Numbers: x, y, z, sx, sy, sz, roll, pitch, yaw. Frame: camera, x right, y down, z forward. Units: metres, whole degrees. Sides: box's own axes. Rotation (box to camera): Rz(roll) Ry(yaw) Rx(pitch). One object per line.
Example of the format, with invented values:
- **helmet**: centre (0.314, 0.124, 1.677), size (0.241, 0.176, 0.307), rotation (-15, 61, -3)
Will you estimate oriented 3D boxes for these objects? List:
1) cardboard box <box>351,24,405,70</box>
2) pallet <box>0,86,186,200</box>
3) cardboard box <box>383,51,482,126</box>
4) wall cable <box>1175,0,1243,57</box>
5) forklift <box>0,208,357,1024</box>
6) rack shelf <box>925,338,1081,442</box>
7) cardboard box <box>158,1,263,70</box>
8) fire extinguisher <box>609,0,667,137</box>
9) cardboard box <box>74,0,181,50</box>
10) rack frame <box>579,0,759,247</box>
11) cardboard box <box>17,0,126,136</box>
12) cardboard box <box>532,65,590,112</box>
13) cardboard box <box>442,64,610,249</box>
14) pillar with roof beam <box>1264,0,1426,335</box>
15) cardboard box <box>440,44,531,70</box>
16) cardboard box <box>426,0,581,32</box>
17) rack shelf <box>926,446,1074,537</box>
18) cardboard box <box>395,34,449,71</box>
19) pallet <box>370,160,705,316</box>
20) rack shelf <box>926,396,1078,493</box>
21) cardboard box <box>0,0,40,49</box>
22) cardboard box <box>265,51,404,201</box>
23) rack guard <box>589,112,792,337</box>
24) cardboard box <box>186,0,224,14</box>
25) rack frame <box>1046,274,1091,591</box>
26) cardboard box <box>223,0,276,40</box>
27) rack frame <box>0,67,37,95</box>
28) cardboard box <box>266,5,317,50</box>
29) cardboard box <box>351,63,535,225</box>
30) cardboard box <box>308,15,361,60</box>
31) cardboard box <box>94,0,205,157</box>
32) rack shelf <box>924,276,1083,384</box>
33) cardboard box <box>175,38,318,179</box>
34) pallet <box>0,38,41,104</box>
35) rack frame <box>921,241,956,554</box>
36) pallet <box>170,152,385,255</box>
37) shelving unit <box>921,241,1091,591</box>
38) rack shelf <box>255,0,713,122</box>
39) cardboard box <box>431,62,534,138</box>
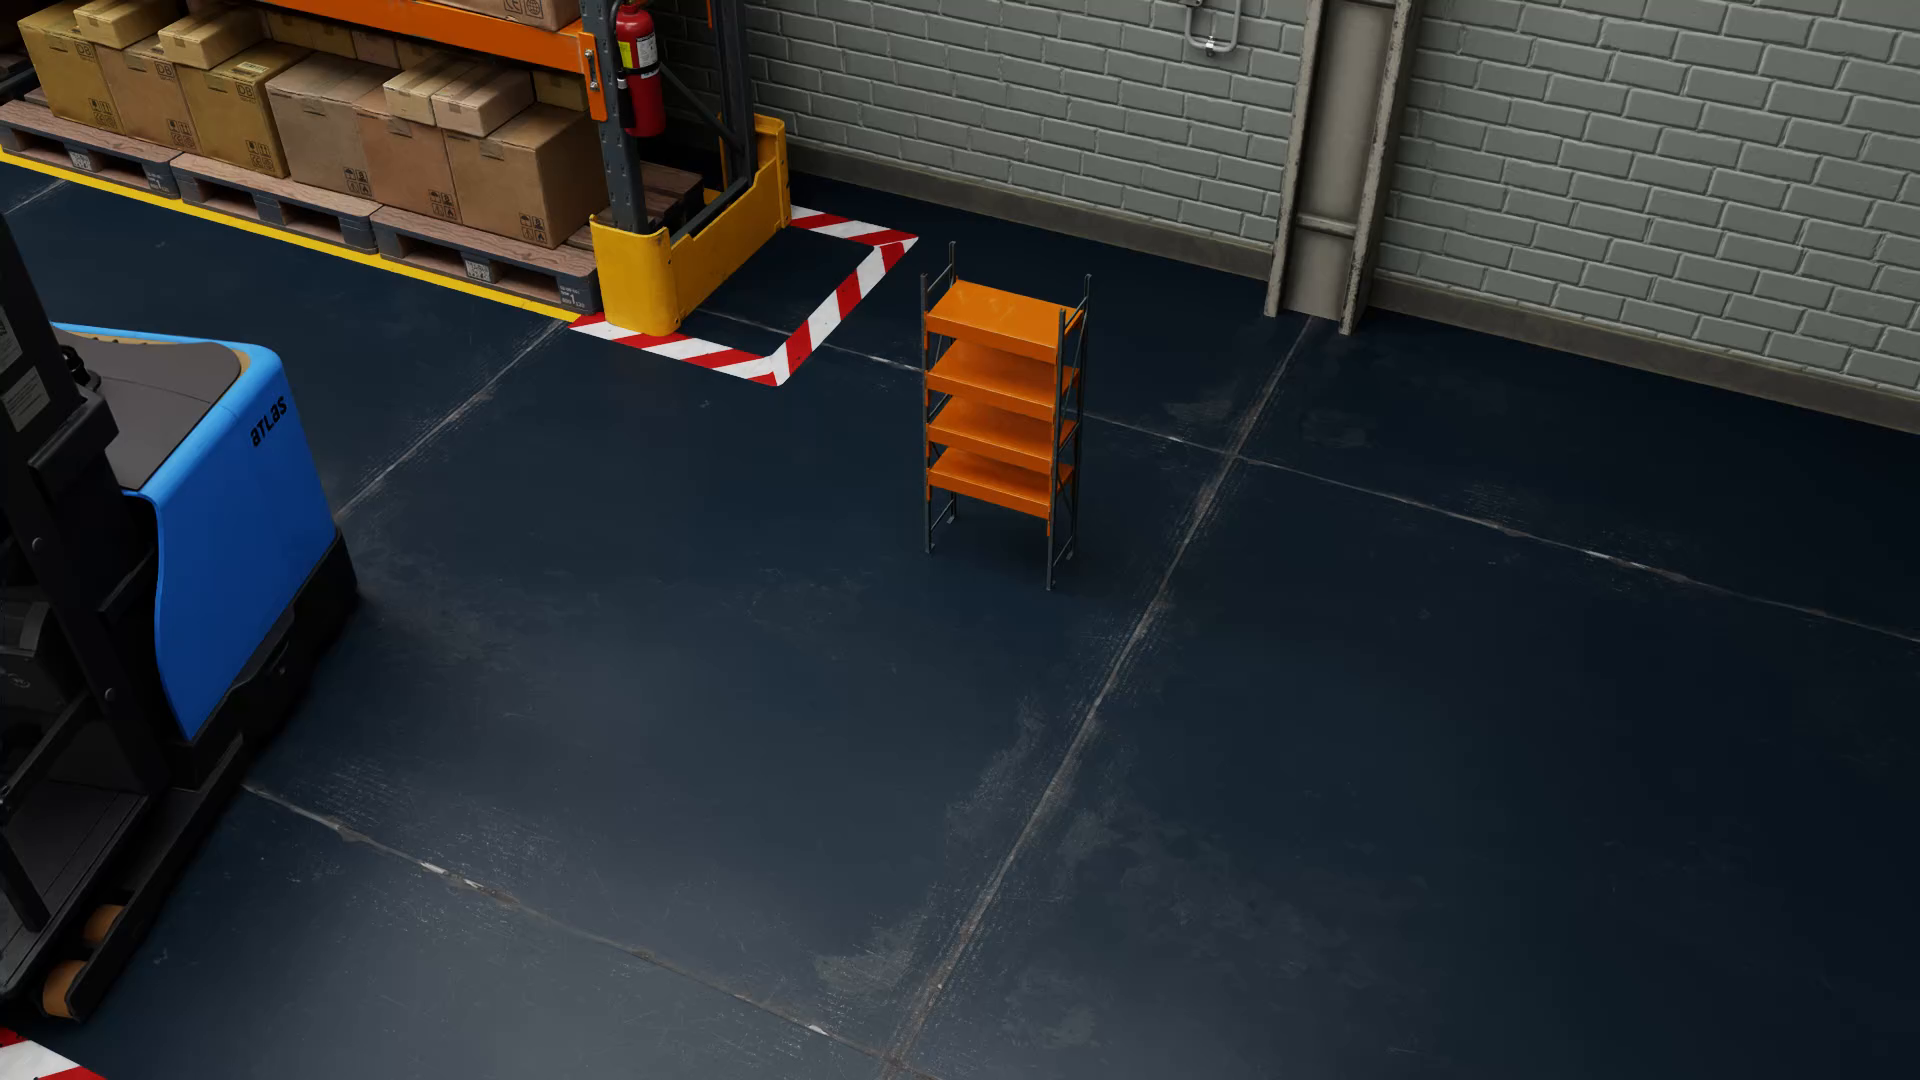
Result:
- **cardboard box**: centre (-2.611, -2.366, 7.782), size (0.250, 0.149, 0.380), rotation (18, 44, 19)
- **pallet**: centre (-4.185, -2.206, 8.634), size (1.213, 0.211, 1.003), rotation (17, 44, 19)
- **cardboard box**: centre (-2.318, -2.000, 7.360), size (0.250, 0.149, 0.380), rotation (18, 44, 20)
- **wall cable**: centre (0.345, -3.000, 6.645), size (1.851, 1.984, 0.084), rotation (17, 44, 19)
- **forklift**: centre (-2.930, -0.025, 4.041), size (1.130, 2.935, 3.031), rotation (7, 41, 8)
- **rack shelf**: centre (0.150, -0.526, 5.702), size (0.480, 0.148, 0.258), rotation (17, 44, 19)
- **cardboard box**: centre (-3.500, -2.360, 7.776), size (0.250, 0.149, 0.380), rotation (16, 43, 17)
- **fire extinguisher**: centre (-1.274, -1.923, 6.522), size (0.183, 0.674, 0.296), rotation (17, 44, 19)
- **cardboard box**: centre (-3.973, -2.505, 7.942), size (0.250, 0.149, 0.380), rotation (18, 44, 20)
- **rack frame**: centre (-1.216, -2.409, 6.739), size (0.127, 3.000, 1.000), rotation (17, 44, 19)
- **cardboard box**: centre (-4.206, -2.463, 8.389), size (0.500, 0.500, 0.700), rotation (18, 44, 19)
- **cardboard box**: centre (-1.694, -2.087, 7.460), size (0.250, 0.149, 0.380), rotation (17, 44, 19)
- **cardboard box**: centre (-1.892, -1.757, 7.575), size (0.500, 0.500, 0.700), rotation (17, 44, 19)
- **pillar with roof beam**: centre (-0.223, -1.886, 1.556), size (0.400, 9.000, 9.100), rotation (17, 44, 19)
- **cardboard box**: centre (-2.154, -2.226, 7.621), size (0.250, 0.149, 0.380), rotation (17, 44, 19)
- **cardboard box**: centre (-1.682, -2.658, 6.797), size (0.700, 0.700, 0.980), rotation (19, 44, 21)
- **rack shelf**: centre (0.150, -0.207, 5.978), size (0.480, 0.148, 0.258), rotation (17, 44, 19)
- **cardboard box**: centre (-2.380, -2.296, 7.701), size (0.250, 0.149, 0.380), rotation (17, 44, 19)
- **pallet**: centre (-1.973, -1.530, 7.854), size (1.213, 0.211, 1.003), rotation (17, 44, 19)
- **rack shelf**: centre (0.150, -0.357, 5.848), size (0.480, 0.148, 0.258), rotation (17, 44, 19)
- **cardboard box**: centre (-5.485, -2.966, 8.702), size (0.750, 0.750, 0.750), rotation (17, 44, 19)
- **cardboard box**: centre (-2.802, -2.035, 7.895), size (0.500, 0.500, 0.700), rotation (16, 43, 17)
- **rack guard**: centre (-1.194, -1.458, 7.550), size (0.348, 0.500, 1.175), rotation (17, 44, 19)
- **cardboard box**: centre (-3.536, -2.649, 8.108), size (0.250, 0.149, 0.380), rotation (16, 43, 17)
- **rack frame**: centre (0.371, -0.340, 5.726), size (0.015, 1.200, 0.240), rotation (17, 44, 19)
- **cardboard box**: centre (-3.308, -2.578, 8.027), size (0.250, 0.149, 0.380), rotation (17, 44, 19)
- **rack frame**: centre (-4.841, -3.517, 8.017), size (0.127, 3.000, 1.000), rotation (17, 44, 19)
- **cardboard box**: centre (-3.073, -2.507, 7.945), size (0.250, 0.149, 0.380), rotation (16, 43, 18)
- **cardboard box**: centre (-2.346, -1.896, 7.735), size (0.500, 0.500, 0.700), rotation (17, 44, 19)
- **cardboard box**: centre (-2.844, -2.437, 7.864), size (0.250, 0.149, 0.380), rotation (17, 44, 19)
- **cardboard box**: centre (-3.752, -2.322, 8.226), size (0.500, 0.500, 0.700), rotation (17, 44, 18)
- **rack shelf**: centre (0.150, -0.704, 5.547), size (0.480, 0.148, 0.258), rotation (17, 44, 19)
- **cardboard box**: centre (-3.288, -2.178, 8.061), size (0.500, 0.500, 0.700), rotation (18, 44, 20)
- **pallet**: centre (-5.572, -2.632, 9.125), size (1.213, 0.211, 1.003), rotation (17, 44, 19)
- **rack frame**: centre (-0.071, -0.475, 5.882), size (0.015, 1.200, 0.240), rotation (17, 44, 19)
- **pallet**: centre (-3.075, -1.869, 8.245), size (1.213, 0.211, 1.003), rotation (17, 44, 19)
- **shelving unit**: centre (0.150, -0.408, 5.804), size (0.503, 1.200, 0.258), rotation (17, 44, 19)
- **rack shelf**: centre (-3.028, -2.691, 7.614), size (4.000, 0.370, 1.077), rotation (17, 44, 19)
- **cardboard box**: centre (-2.086, -1.930, 7.279), size (0.250, 0.149, 0.380), rotation (16, 44, 18)
